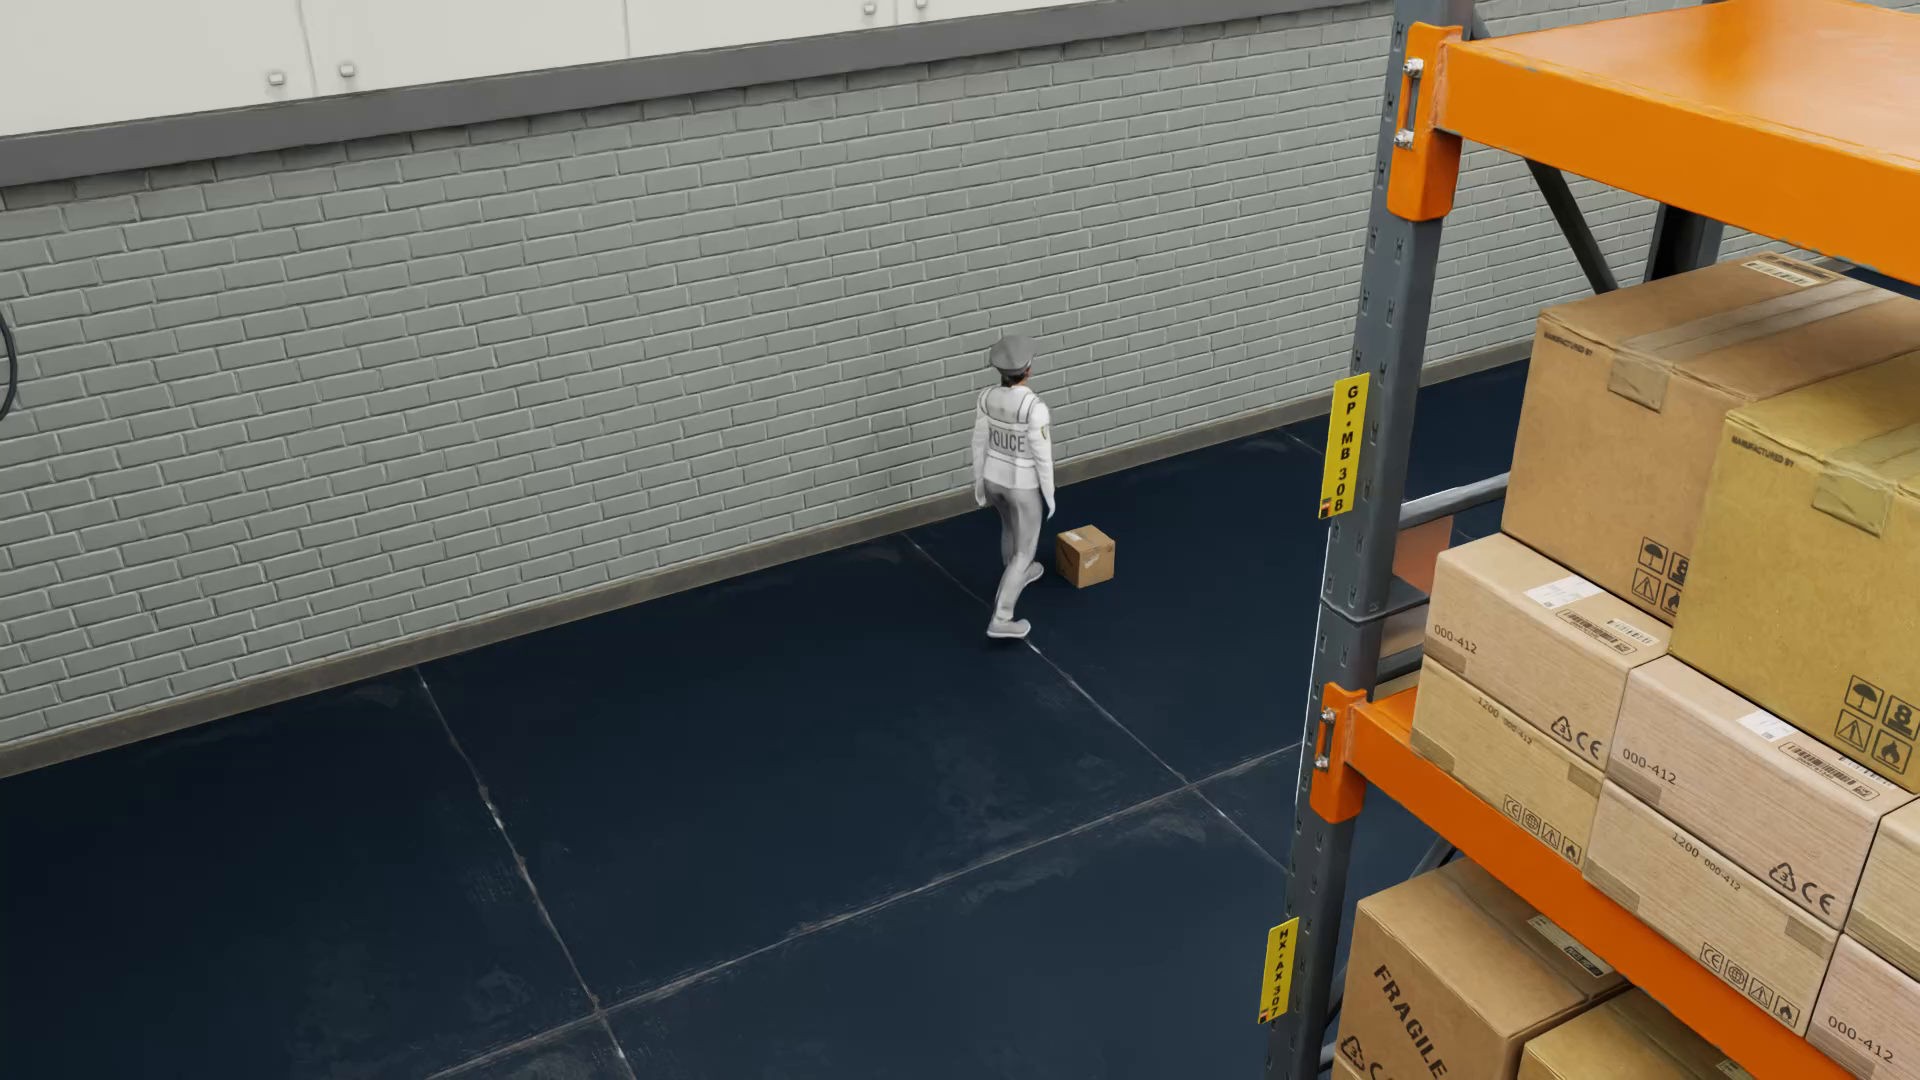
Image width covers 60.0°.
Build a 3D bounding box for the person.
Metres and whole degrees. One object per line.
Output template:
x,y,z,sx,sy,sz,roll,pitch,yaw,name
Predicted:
0.313,-0.326,9.095,0.523,1.652,0.872,22,36,33,person
